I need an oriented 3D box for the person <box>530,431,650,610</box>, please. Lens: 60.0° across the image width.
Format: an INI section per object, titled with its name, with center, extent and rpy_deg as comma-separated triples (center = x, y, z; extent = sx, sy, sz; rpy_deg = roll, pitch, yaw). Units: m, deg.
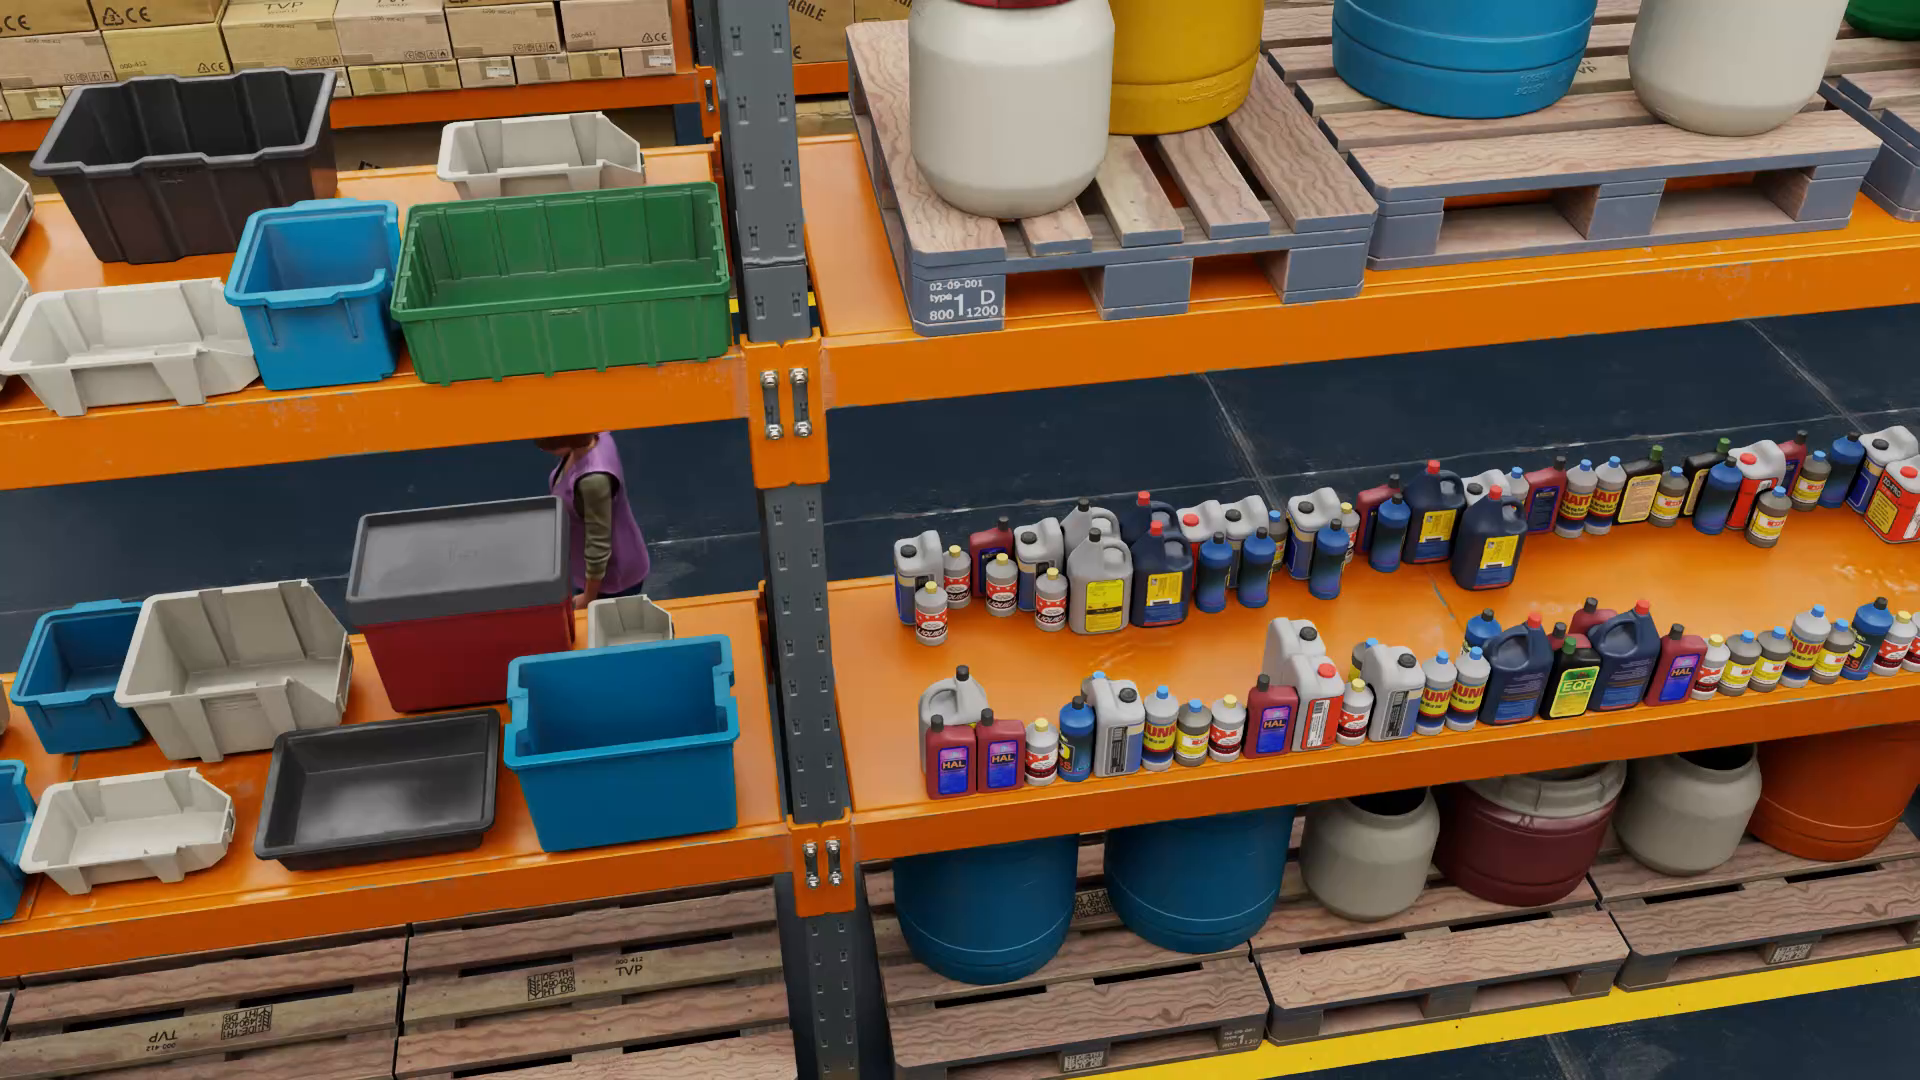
[person]
center = -1.296, 0.123, 6.048
extent = 0.340, 1.564, 0.417
rpy_deg = -11, 40, -13
